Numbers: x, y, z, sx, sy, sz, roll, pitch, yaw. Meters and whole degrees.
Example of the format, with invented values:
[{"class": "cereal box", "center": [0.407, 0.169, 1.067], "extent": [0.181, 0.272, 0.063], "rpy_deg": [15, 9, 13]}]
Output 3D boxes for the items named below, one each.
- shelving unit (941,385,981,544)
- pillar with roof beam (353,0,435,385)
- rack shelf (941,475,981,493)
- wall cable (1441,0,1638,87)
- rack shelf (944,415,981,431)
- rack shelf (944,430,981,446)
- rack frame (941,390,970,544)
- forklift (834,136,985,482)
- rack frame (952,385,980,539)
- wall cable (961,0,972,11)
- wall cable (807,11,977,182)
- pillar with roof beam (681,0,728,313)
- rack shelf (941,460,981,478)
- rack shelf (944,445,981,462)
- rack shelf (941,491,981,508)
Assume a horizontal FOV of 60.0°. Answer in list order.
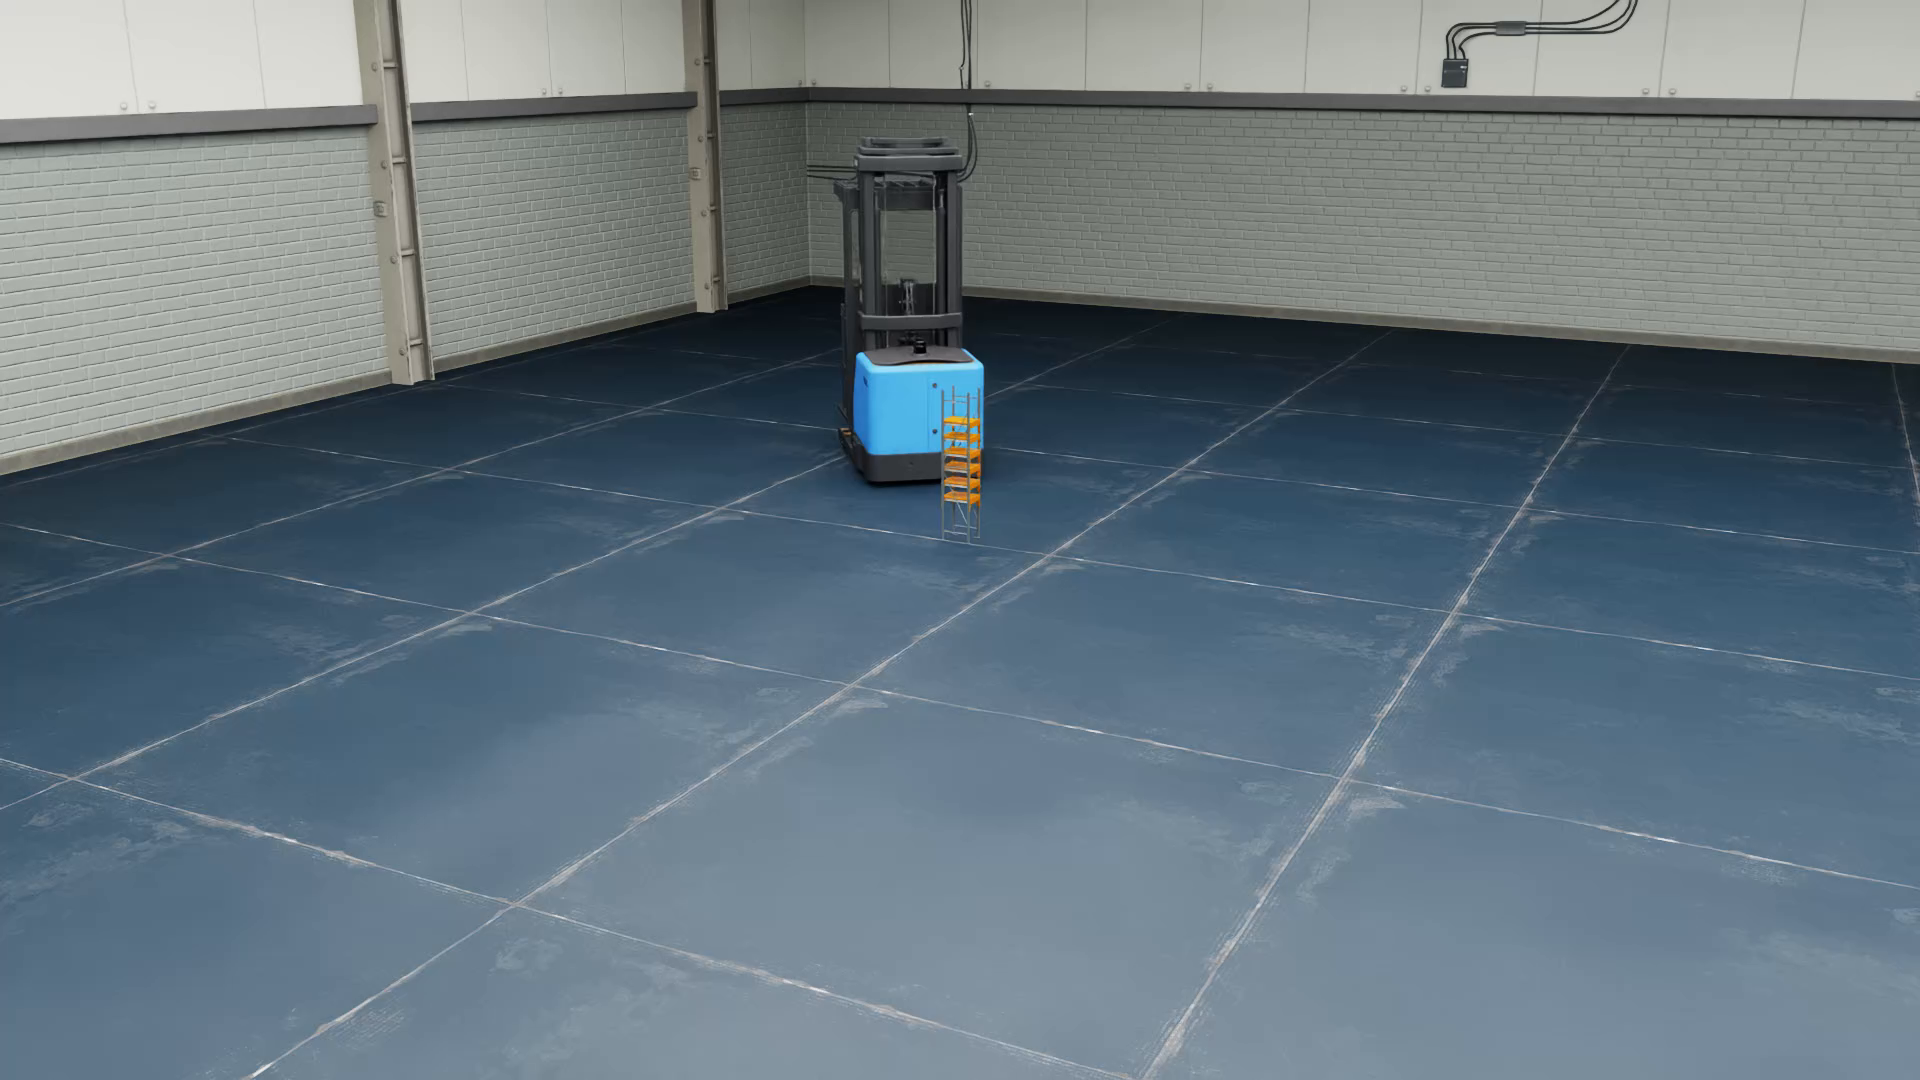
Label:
[{"class": "shelving unit", "center": [0.006, -0.579, 12.866], "extent": [0.258, 1.200, 0.189], "rpy_deg": [8, 18, 25]}, {"class": "pillar with roof beam", "center": [-2.466, -5.601, 16.075], "extent": [9.100, 9.000, 0.400], "rpy_deg": [8, 18, 25]}, {"class": "rack shelf", "center": [0.006, -0.421, 12.913], "extent": [0.258, 0.103, 0.180], "rpy_deg": [8, 18, 25]}, {"class": "wall cable", "center": [7.349, -8.677, 20.461], "extent": [2.305, 6.003, 0.169], "rpy_deg": [8, 18, 25]}, {"class": "rack shelf", "center": [0.006, -0.881, 12.776], "extent": [0.258, 0.103, 0.180], "rpy_deg": [8, 18, 25]}, {"class": "rack shelf", "center": [0.006, -0.766, 12.810], "extent": [0.258, 0.103, 0.180], "rpy_deg": [8, 18, 25]}, {"class": "rack frame", "center": [-0.034, -0.556, 12.787], "extent": [0.240, 1.200, 0.006], "rpy_deg": [8, 18, 25]}, {"class": "forklift", "center": [-0.571, -2.289, 15.582], "extent": [1.130, 2.935, 3.031], "rpy_deg": [-3, 17, -11]}, {"class": "rack frame", "center": [0.047, -0.602, 12.944], "extent": [0.240, 1.200, 0.006], "rpy_deg": [8, 18, 25]}, {"class": "wall cable", "center": [1.284, -8.847, 23.589], "extent": [3.097, 2.526, 0.112], "rpy_deg": [8, 18, 25]}, {"class": "wall cable", "center": [-1.136, -6.770, 25.467], "extent": [3.097, 2.526, 0.112], "rpy_deg": [8, 18, 25]}, {"class": "pillar with roof beam", "center": [0.215, -7.129, 21.221], "extent": [9.100, 9.000, 0.400], "rpy_deg": [8, 18, 25]}, {"class": "rack shelf", "center": [0.006, -0.536, 12.879], "extent": [0.258, 0.103, 0.180], "rpy_deg": [8, 18, 25]}, {"class": "rack shelf", "center": [0.006, -0.651, 12.844], "extent": [0.258, 0.103, 0.180], "rpy_deg": [8, 18, 25]}, {"class": "rack shelf", "center": [0.006, -0.306, 12.947], "extent": [0.258, 0.103, 0.180], "rpy_deg": [8, 18, 25]}]
